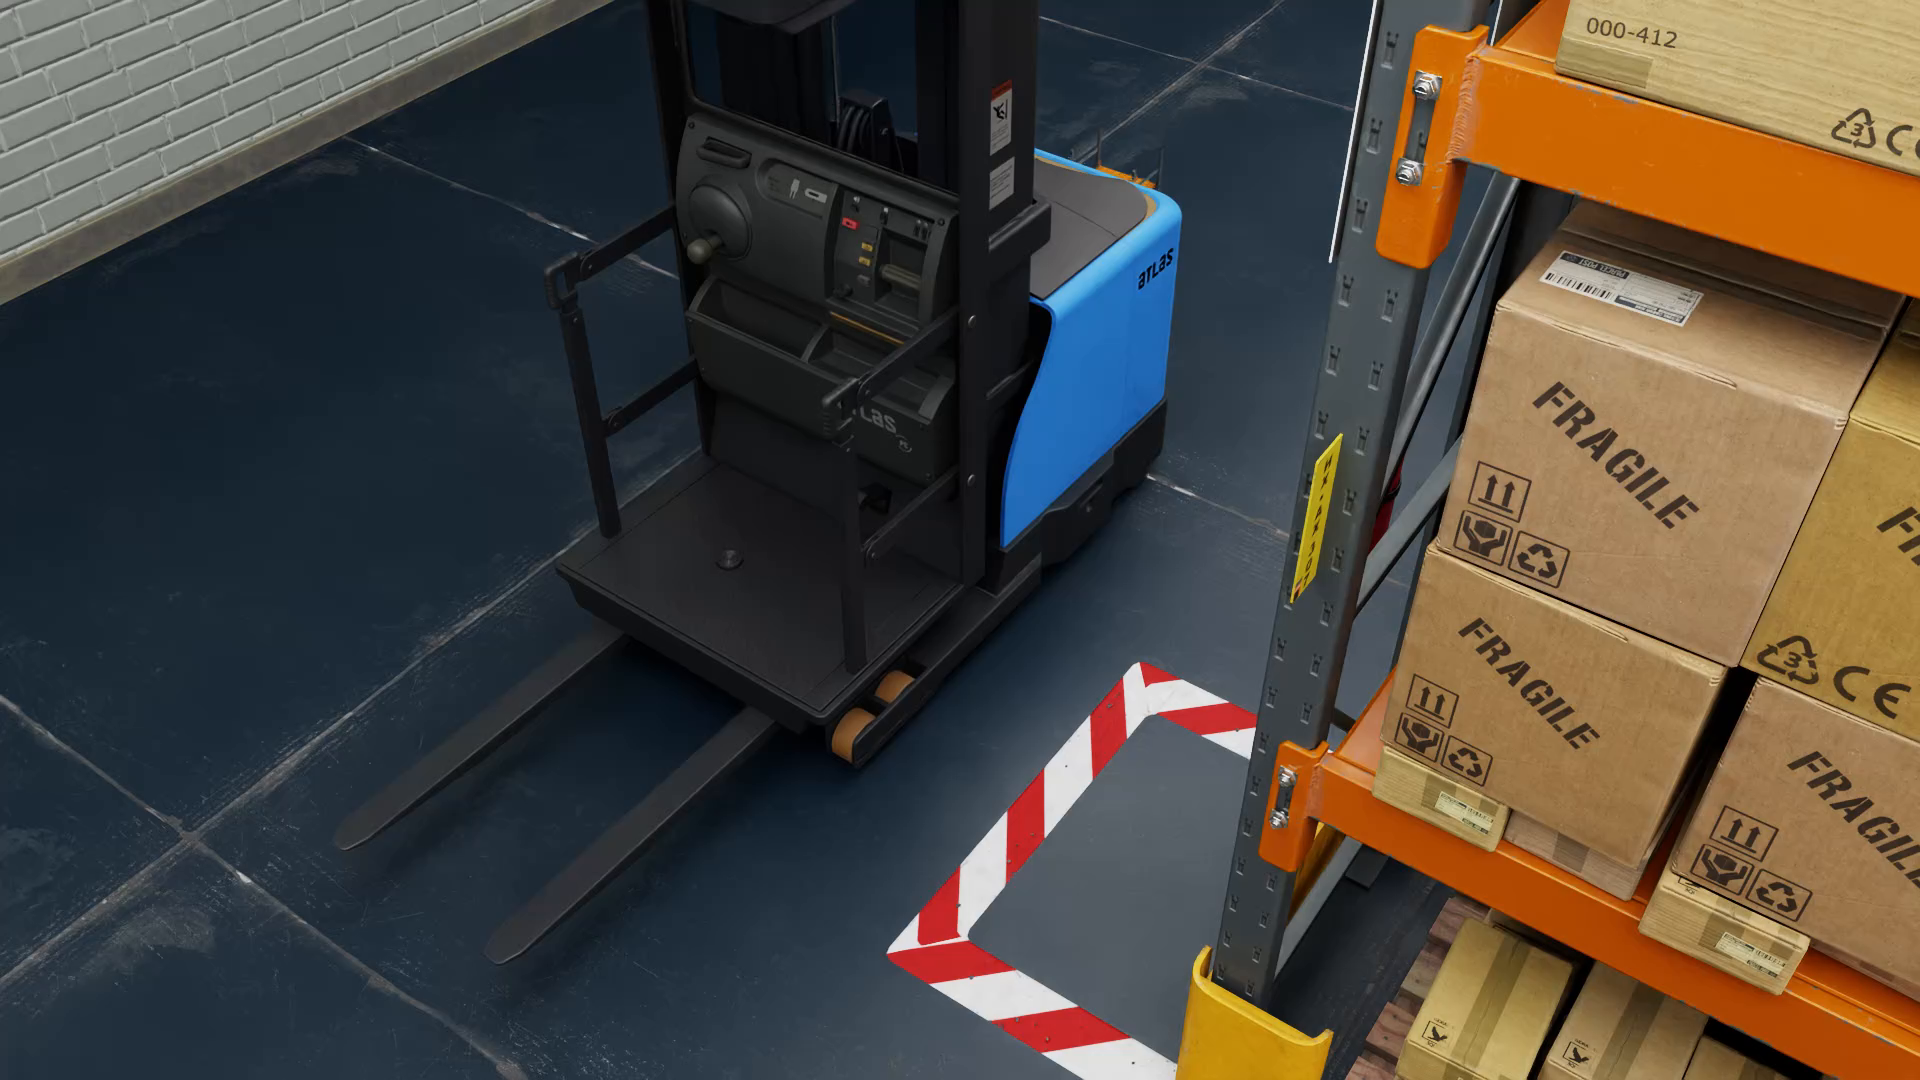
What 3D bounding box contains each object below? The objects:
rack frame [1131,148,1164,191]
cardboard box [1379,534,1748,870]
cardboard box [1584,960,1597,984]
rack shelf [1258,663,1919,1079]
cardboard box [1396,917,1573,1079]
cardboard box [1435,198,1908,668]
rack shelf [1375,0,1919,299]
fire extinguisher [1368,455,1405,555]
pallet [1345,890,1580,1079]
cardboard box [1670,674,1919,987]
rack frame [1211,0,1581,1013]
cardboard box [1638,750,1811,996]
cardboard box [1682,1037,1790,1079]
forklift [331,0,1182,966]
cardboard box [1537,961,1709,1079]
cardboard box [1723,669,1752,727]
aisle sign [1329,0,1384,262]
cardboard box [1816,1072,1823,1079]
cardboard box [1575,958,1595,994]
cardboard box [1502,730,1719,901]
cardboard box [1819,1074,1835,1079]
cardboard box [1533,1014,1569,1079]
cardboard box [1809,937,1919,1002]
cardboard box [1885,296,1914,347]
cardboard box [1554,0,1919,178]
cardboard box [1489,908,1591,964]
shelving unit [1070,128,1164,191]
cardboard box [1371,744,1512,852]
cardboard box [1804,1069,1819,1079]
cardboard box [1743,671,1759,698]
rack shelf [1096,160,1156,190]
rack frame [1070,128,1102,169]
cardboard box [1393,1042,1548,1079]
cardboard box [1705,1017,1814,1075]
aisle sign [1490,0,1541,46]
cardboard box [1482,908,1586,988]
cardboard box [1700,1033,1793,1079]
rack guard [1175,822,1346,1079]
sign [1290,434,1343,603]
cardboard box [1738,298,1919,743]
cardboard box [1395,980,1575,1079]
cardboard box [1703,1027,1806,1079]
[{"bbox_3d":[0.628,-0.885,5.949,0.008,1.050,0.200,25,46,25],"label":"rack frame"},{"bbox_3d":[1.140,0.167,3.016,0.500,0.500,0.500,27,49,27],"label":"cardboard box"},{"bbox_3d":[1.710,0.963,4.024,0.250,0.149,0.380,24,47,24],"label":"cardboard box"},{"bbox_3d":[2.568,1.026,2.893,4.000,0.370,1.077,25,48,25],"label":"rack shelf"},{"bbox_3d":[1.165,1.062,3.690,0.250,0.149,0.380,23,47,24],"label":"cardboard box"},{"bbox_3d":[1.146,-0.212,2.689,0.500,0.500,0.500,25,47,25],"label":"cardboard box"},{"bbox_3d":[2.568,-0.092,1.893,4.000,0.370,1.077,25,48,25],"label":"rack shelf"},{"bbox_3d":[0.990,-0.189,4.049,0.183,0.674,0.296,25,48,25],"label":"fire extinguisher"},{"bbox_3d":[1.638,1.391,4.037,1.213,0.211,1.003,25,48,25],"label":"pallet"},{"bbox_3d":[1.593,0.358,2.803,0.500,0.500,0.500,25,48,25],"label":"cardboard box"},{"bbox_3d":[0.931,-0.008,3.509,0.127,3.000,1.000,25,48,25],"label":"rack frame"},{"bbox_3d":[1.430,0.596,3.023,0.250,0.149,0.380,24,47,24],"label":"cardboard box"},{"bbox_3d":[1.592,1.269,3.460,0.250,0.149,0.380,25,47,25],"label":"cardboard box"},{"bbox_3d":[-0.542,-0.793,4.438,1.130,2.935,3.031,26,48,26],"label":"forklift"},{"bbox_3d":[1.460,1.102,3.645,0.250,0.149,0.380,26,48,26],"label":"cardboard box"},{"bbox_3d":[1.756,0.260,3.399,0.250,0.149,0.380,25,47,25],"label":"cardboard box"},{"bbox_3d":[0.699,-0.841,2.491,0.004,0.787,0.394,25,48,25],"label":"aisle sign"},{"bbox_3d":[2.114,1.191,3.770,0.250,0.149,0.380,25,47,25],"label":"cardboard box"},{"bbox_3d":[1.750,1.029,4.174,0.250,0.149,0.380,27,48,27],"label":"cardboard box"},{"bbox_3d":[1.240,0.464,3.171,0.250,0.149,0.380,27,48,27],"label":"cardboard box"},{"bbox_3d":[1.843,1.318,3.404,0.250,0.149,0.380,23,47,23],"label":"cardboard box"},{"bbox_3d":[1.437,1.329,3.838,0.250,0.149,0.380,25,47,25],"label":"cardboard box"},{"bbox_3d":[1.721,0.620,2.996,0.250,0.149,0.380,27,49,27],"label":"cardboard box"},{"bbox_3d":[1.448,-0.489,2.999,0.500,0.500,0.500,24,47,25],"label":"cardboard box"},{"bbox_3d":[1.152,-0.758,2.211,0.500,0.250,0.500,27,48,27],"label":"cardboard box"},{"bbox_3d":[1.527,0.833,4.169,0.250,0.149,0.380,24,47,24],"label":"cardboard box"},{"bbox_3d":[0.528,-0.932,6.000,0.252,1.050,0.215,25,46,25],"label":"shelving unit"},{"bbox_3d":[1.008,0.389,3.254,0.250,0.149,0.380,25,47,25],"label":"cardboard box"},{"bbox_3d":[2.127,1.264,3.910,0.250,0.149,0.380,26,48,26],"label":"cardboard box"},{"bbox_3d":[1.865,0.076,3.118,0.500,0.500,0.500,24,47,25],"label":"cardboard box"},{"bbox_3d":[0.531,-1.138,5.822,0.240,0.259,0.215,25,46,25],"label":"rack shelf"},{"bbox_3d":[0.428,-0.978,6.052,0.008,1.050,0.200,25,46,25],"label":"rack frame"},{"bbox_3d":[1.176,1.273,3.900,0.250,0.149,0.380,26,48,26],"label":"cardboard box"},{"bbox_3d":[1.953,1.031,3.948,0.250,0.149,0.380,23,47,24],"label":"cardboard box"},{"bbox_3d":[1.043,-1.168,2.857,0.004,0.787,0.394,25,48,25],"label":"aisle sign"},{"bbox_3d":[1.482,0.986,4.222,0.250,0.149,0.380,26,48,26],"label":"cardboard box"},{"bbox_3d":[1.655,1.309,3.638,0.250,0.149,0.380,26,48,26],"label":"cardboard box"},{"bbox_3d":[0.993,0.953,4.310,0.348,0.500,1.175,25,48,25],"label":"rack guard"},{"bbox_3d":[0.620,-0.034,2.890,0.005,0.325,0.100,25,48,25],"label":"sign"},{"bbox_3d":[1.563,-0.022,2.477,0.500,0.500,0.500,26,48,26],"label":"cardboard box"},{"bbox_3d":[1.213,1.128,3.840,0.250,0.149,0.380,27,48,27],"label":"cardboard box"},{"bbox_3d":[1.917,1.177,4.008,0.250,0.149,0.380,25,47,25],"label":"cardboard box"}]
